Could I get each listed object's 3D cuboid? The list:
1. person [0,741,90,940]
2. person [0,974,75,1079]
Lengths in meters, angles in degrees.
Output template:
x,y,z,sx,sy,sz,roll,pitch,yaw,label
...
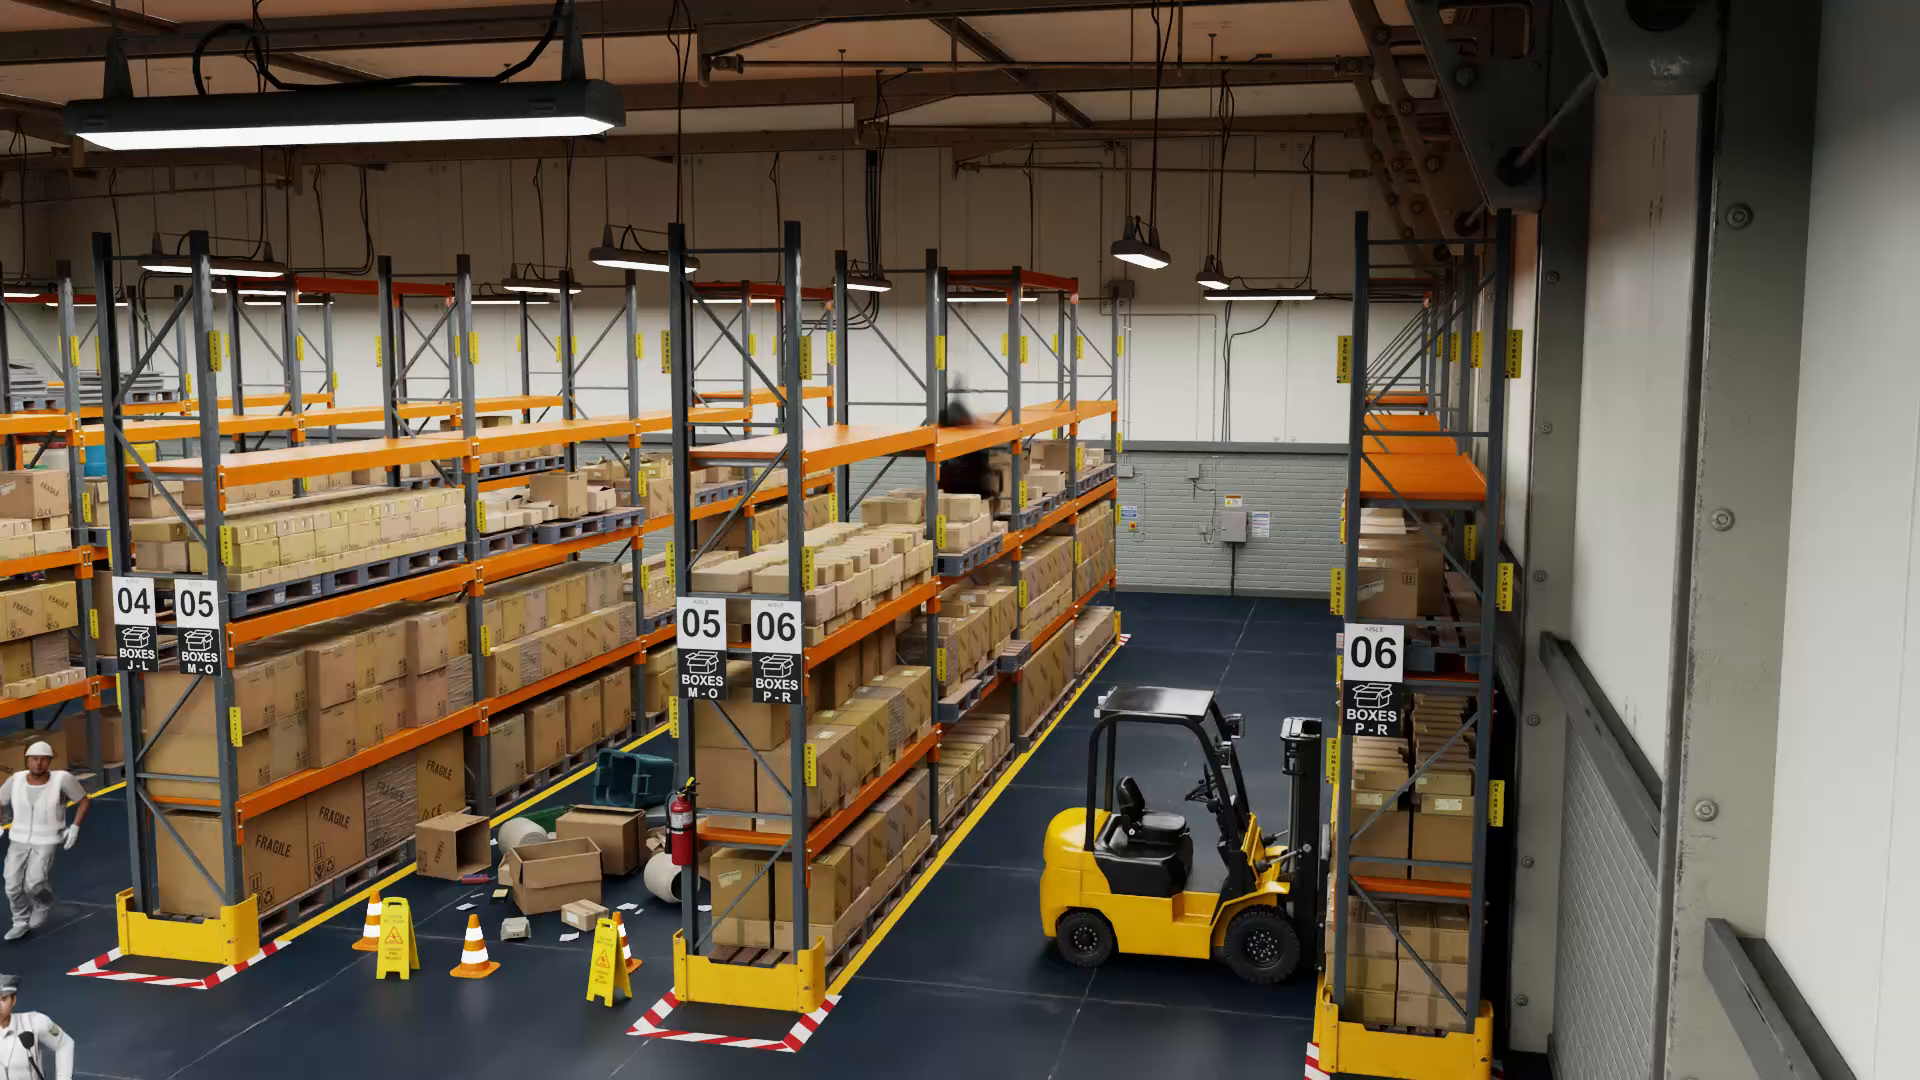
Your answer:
x,y,z,sx,sy,sz,roll,pitch,yaw,label
-7.922,2.582,14.261,0.744,1.717,0.523,-1,7,-8,person
-5.292,3.222,9.301,0.628,1.660,0.504,-4,8,-27,person
